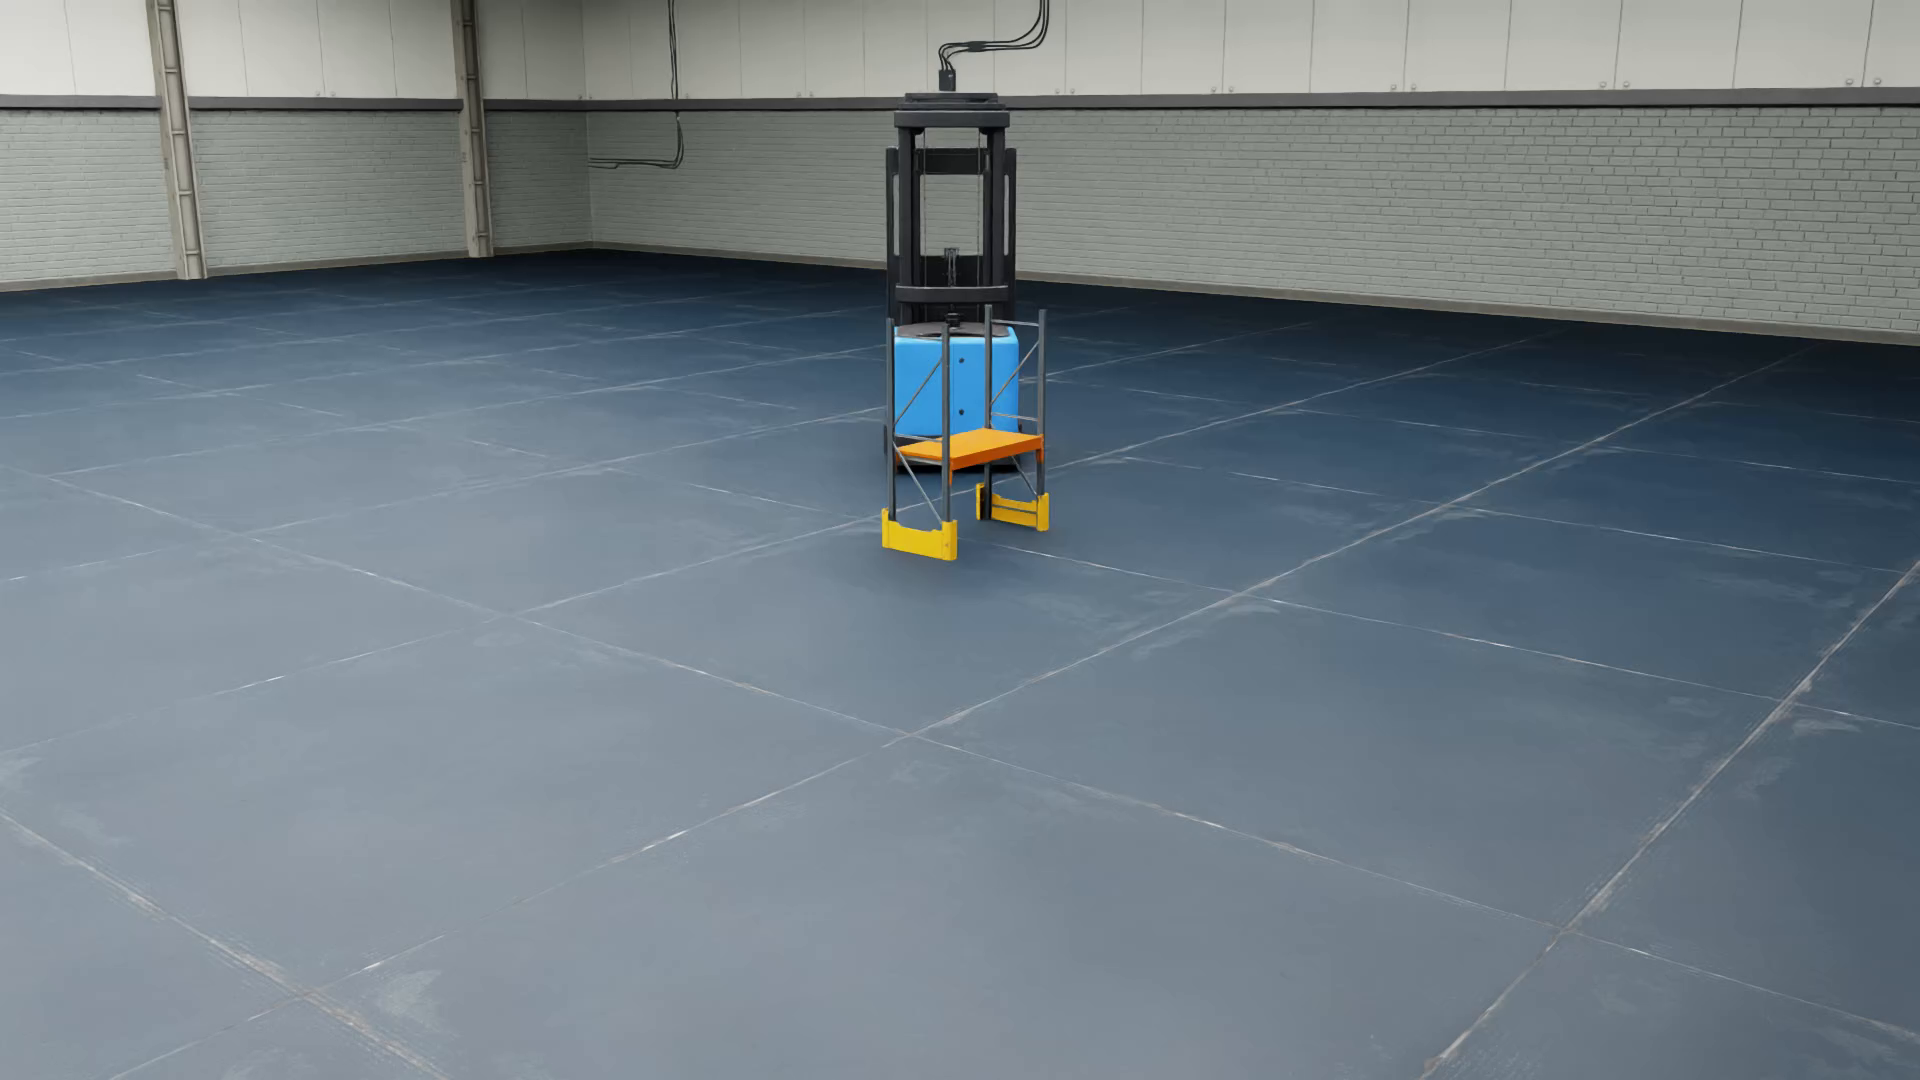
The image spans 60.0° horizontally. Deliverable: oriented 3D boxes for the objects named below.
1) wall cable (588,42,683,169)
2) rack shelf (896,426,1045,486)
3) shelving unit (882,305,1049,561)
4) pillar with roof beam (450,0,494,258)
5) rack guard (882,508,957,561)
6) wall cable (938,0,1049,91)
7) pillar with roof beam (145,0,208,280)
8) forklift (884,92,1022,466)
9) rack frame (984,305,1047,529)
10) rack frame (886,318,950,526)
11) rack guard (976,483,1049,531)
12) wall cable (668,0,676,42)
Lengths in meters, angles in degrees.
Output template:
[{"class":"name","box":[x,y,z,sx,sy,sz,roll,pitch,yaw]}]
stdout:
[{"class":"wall cable","box":[-6.832,-8.960,34.422,3.097,2.526,0.112,11,18,38]},{"class":"rack shelf","box":[0.054,-0.569,11.047,0.538,0.185,1.000,11,18,38]},{"class":"shelving unit","box":[0.048,-0.742,10.996,0.587,1.500,1.083,11,18,38]},{"class":"pillar with roof beam","box":[-6.364,-9.439,30.002,9.100,9.000,0.400,11,18,38]},{"class":"rack guard","box":[-0.265,-0.040,10.774,0.587,0.250,0.087,11,18,38]},{"class":"wall cable","box":[0.542,-10.641,27.826,2.305,6.003,0.169,11,18,38]},{"class":"pillar with roof beam","box":[-10.135,-8.290,25.479,9.100,9.000,0.400,11,18,38]},{"class":"forklift","box":[-0.081,-2.314,14.280,1.130,2.935,3.031,0,14,-1]},{"class":"rack frame","box":[0.373,-0.841,11.386,0.500,1.500,0.032,11,18,38]},{"class":"rack frame","box":[-0.266,-0.646,10.619,0.500,1.500,0.032,11,18,38]},{"class":"rack guard","box":[0.361,-0.231,11.525,0.587,0.250,0.087,11,18,38]},{"class":"wall cable","box":[-4.728,-10.989,32.152,3.097,2.526,0.112,11,18,38]}]
